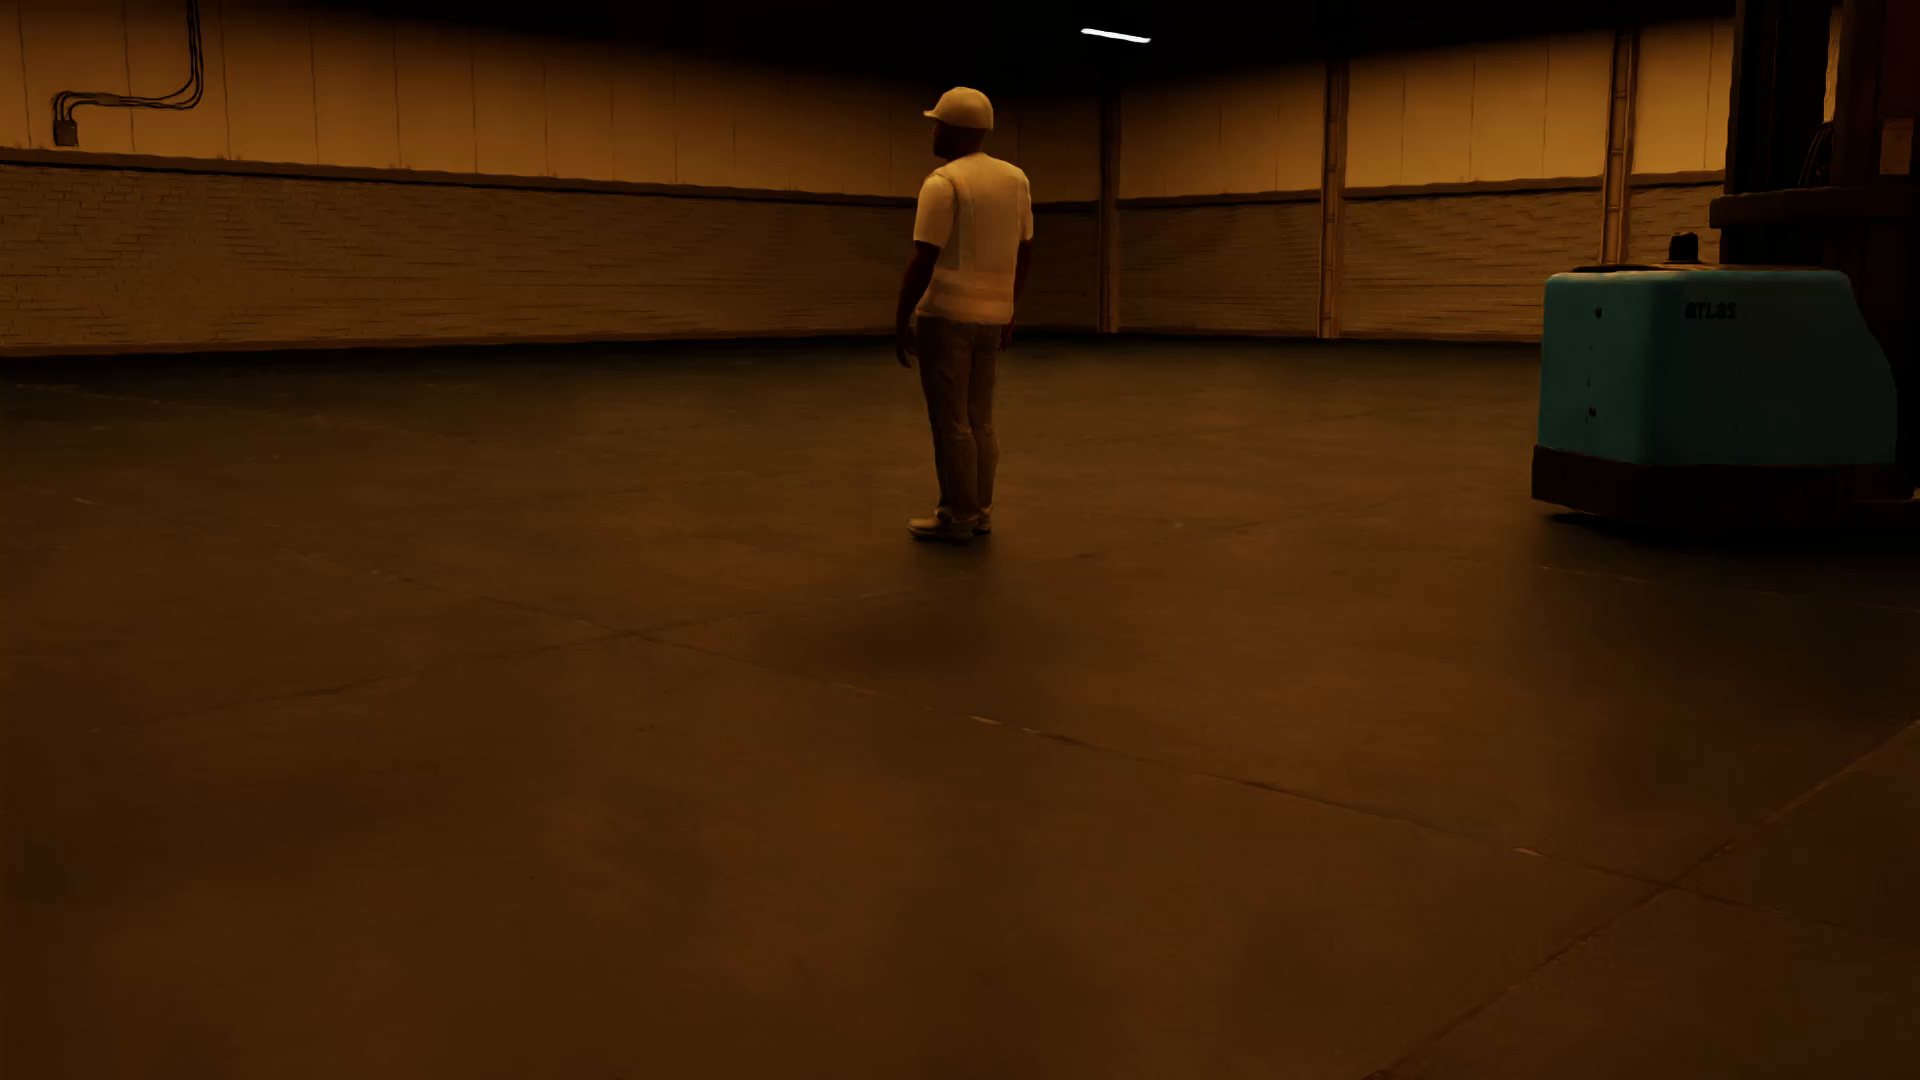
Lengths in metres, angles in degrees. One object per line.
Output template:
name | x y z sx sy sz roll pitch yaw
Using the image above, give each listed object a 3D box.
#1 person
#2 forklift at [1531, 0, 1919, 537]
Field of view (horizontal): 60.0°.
person | -0.046 -0.888 6.637 0.576 1.766 0.665 8 12 43
forklift | 4.136 -1.533 7.056 3.031 2.935 1.130 -1 9 -7
